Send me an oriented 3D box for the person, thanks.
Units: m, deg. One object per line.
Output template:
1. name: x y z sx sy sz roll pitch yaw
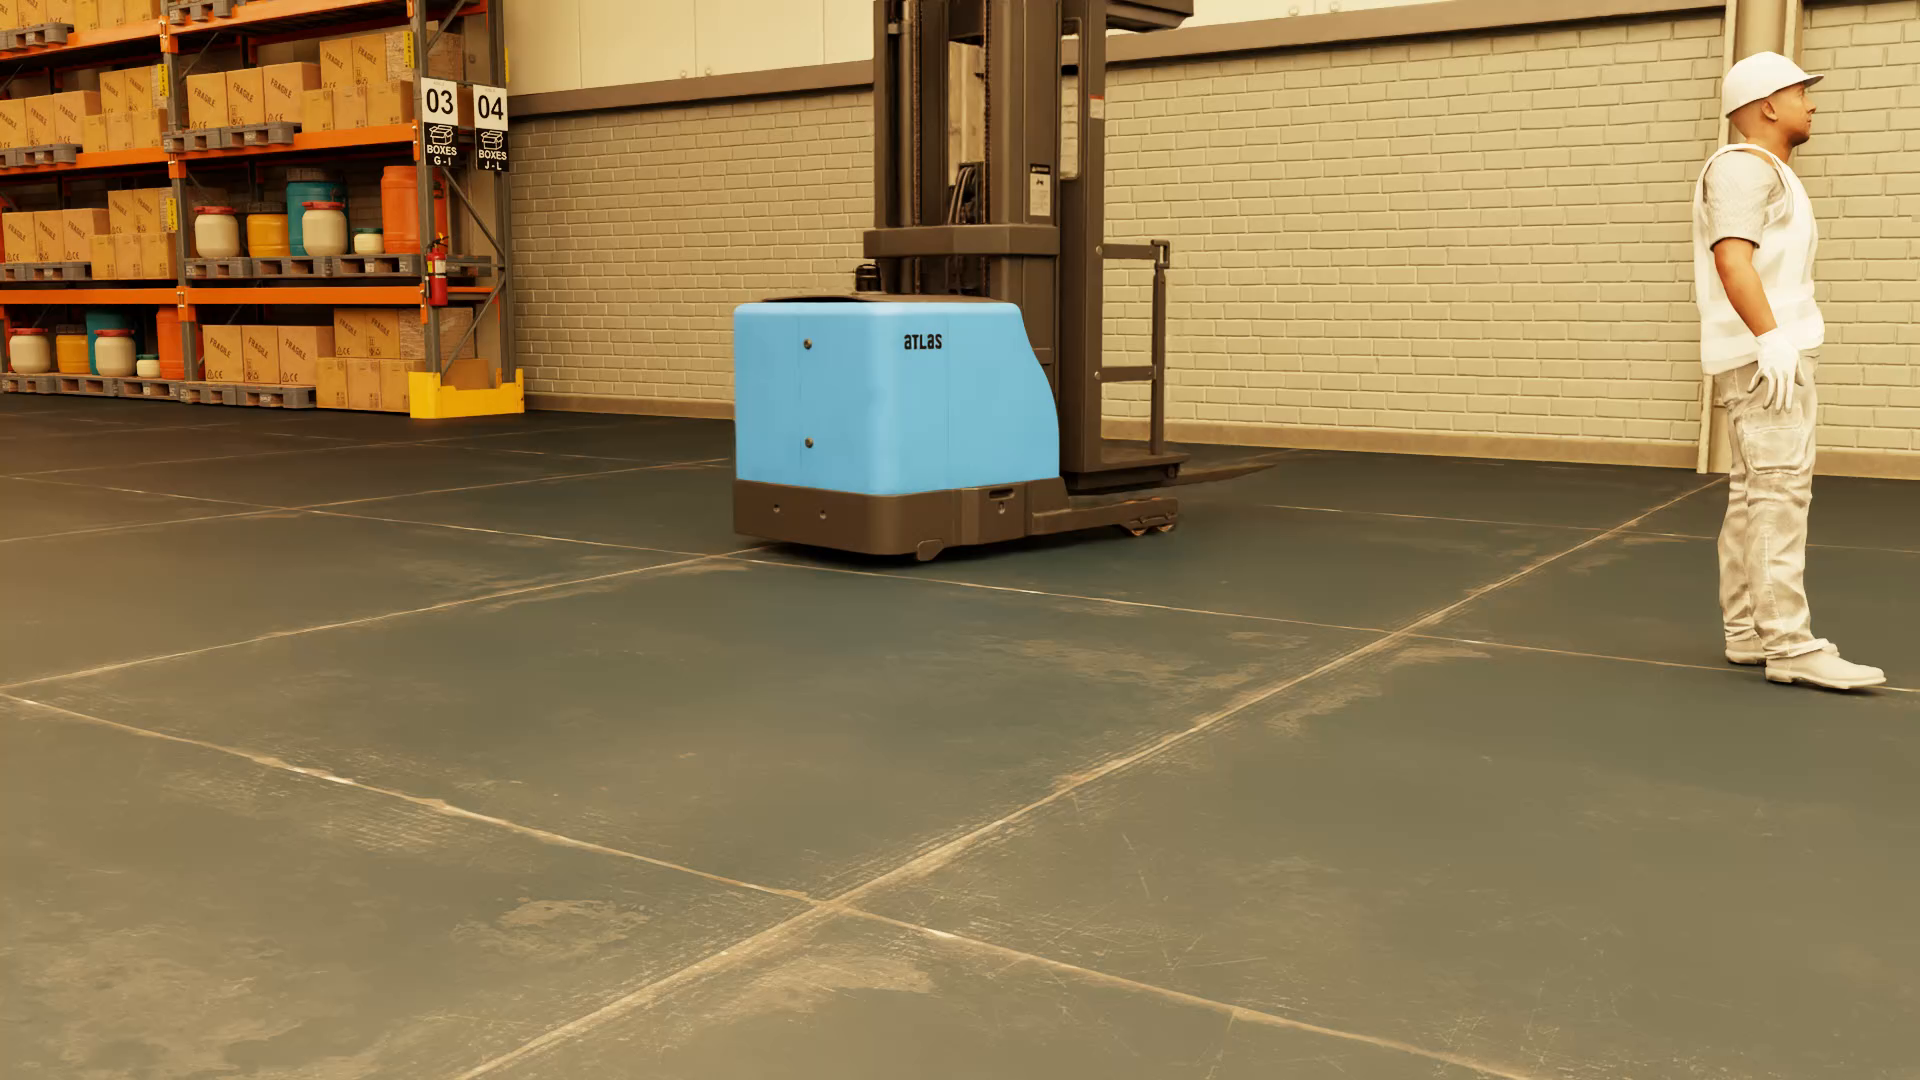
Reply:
1. person: 2.418 -0.513 4.825 0.577 1.781 0.656 4 9 27

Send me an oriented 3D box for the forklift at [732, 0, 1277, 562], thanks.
1. forklift: 0.391 -1.516 7.852 1.130 2.935 3.031 8 11 44
